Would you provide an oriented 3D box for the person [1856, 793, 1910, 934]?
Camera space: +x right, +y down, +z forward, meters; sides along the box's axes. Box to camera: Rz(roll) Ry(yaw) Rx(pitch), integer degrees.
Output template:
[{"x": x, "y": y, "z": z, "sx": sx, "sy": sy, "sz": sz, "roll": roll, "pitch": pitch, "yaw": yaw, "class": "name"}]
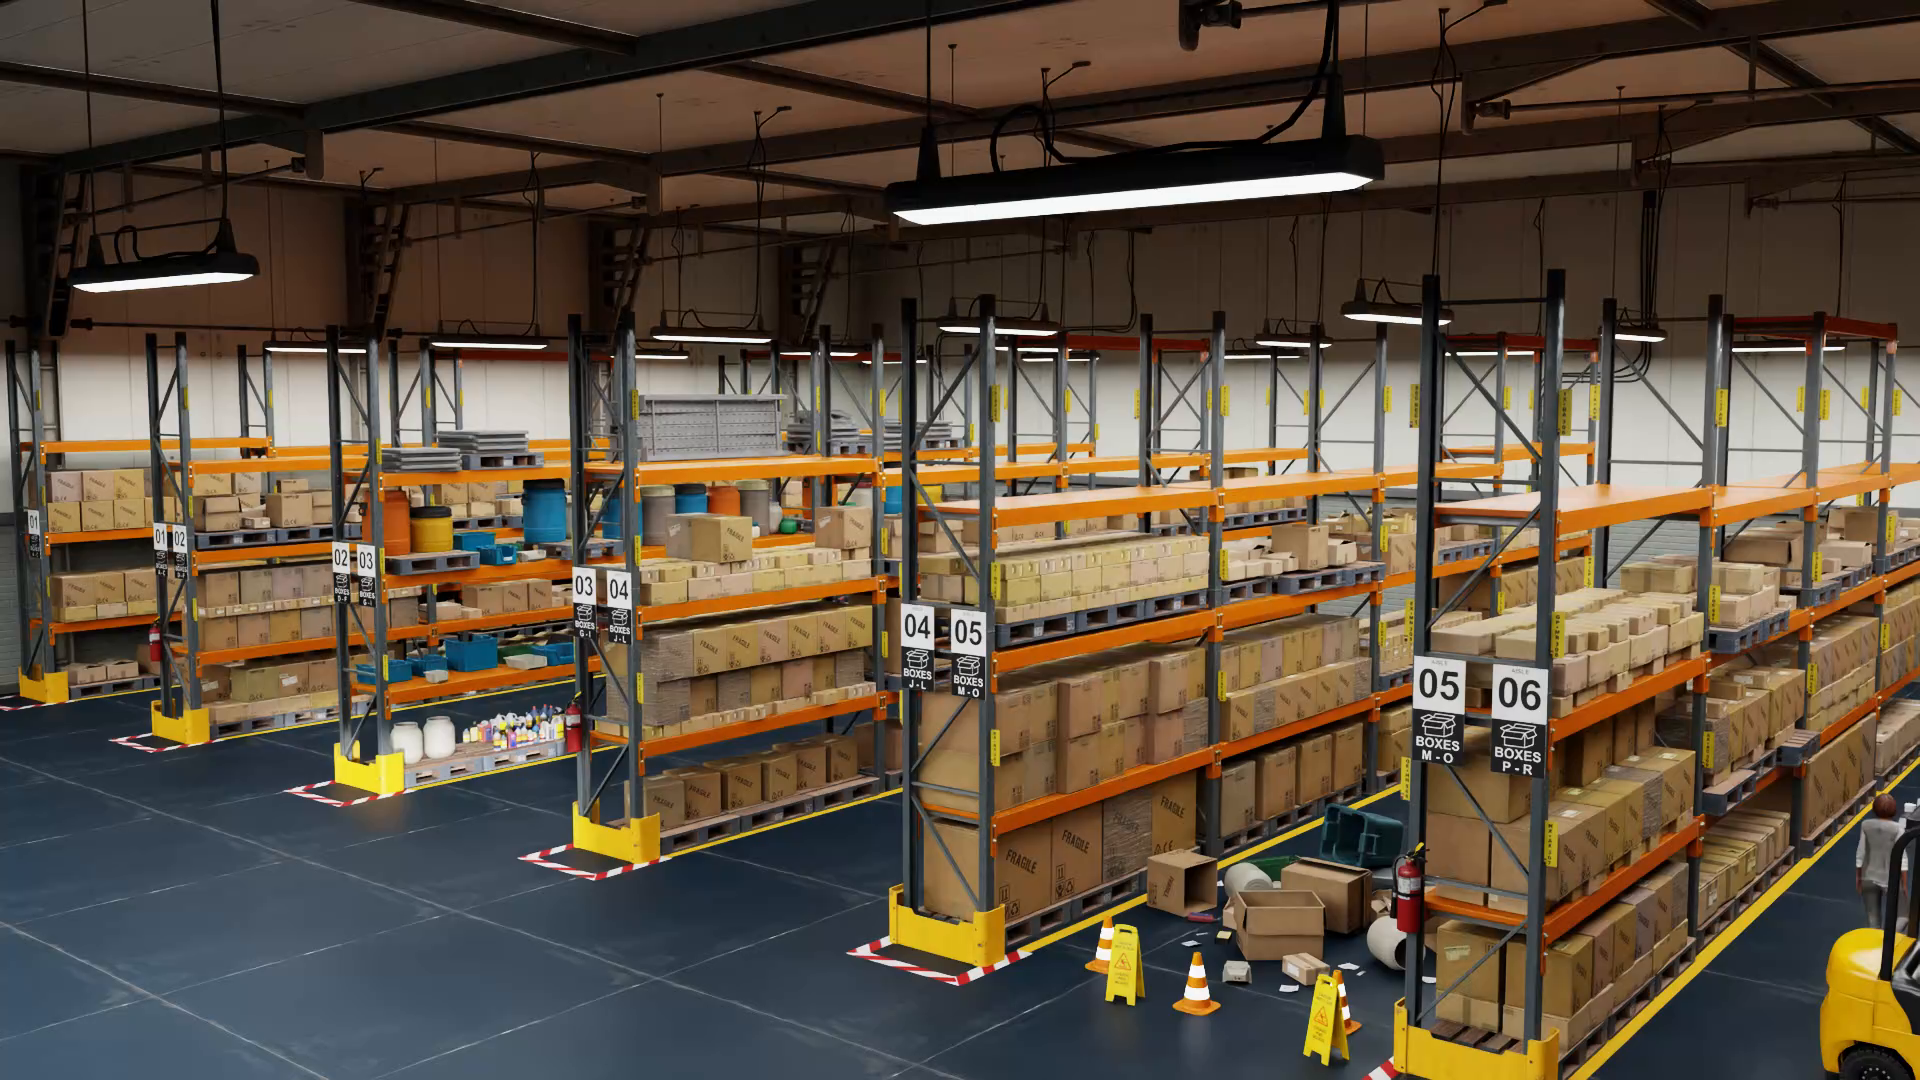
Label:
[{"x": 8.157, "y": 3.064, "z": 14.743, "sx": 0.438, "sy": 1.561, "sz": 0.441, "roll": 5, "pitch": 7, "yaw": 44, "class": "person"}]
